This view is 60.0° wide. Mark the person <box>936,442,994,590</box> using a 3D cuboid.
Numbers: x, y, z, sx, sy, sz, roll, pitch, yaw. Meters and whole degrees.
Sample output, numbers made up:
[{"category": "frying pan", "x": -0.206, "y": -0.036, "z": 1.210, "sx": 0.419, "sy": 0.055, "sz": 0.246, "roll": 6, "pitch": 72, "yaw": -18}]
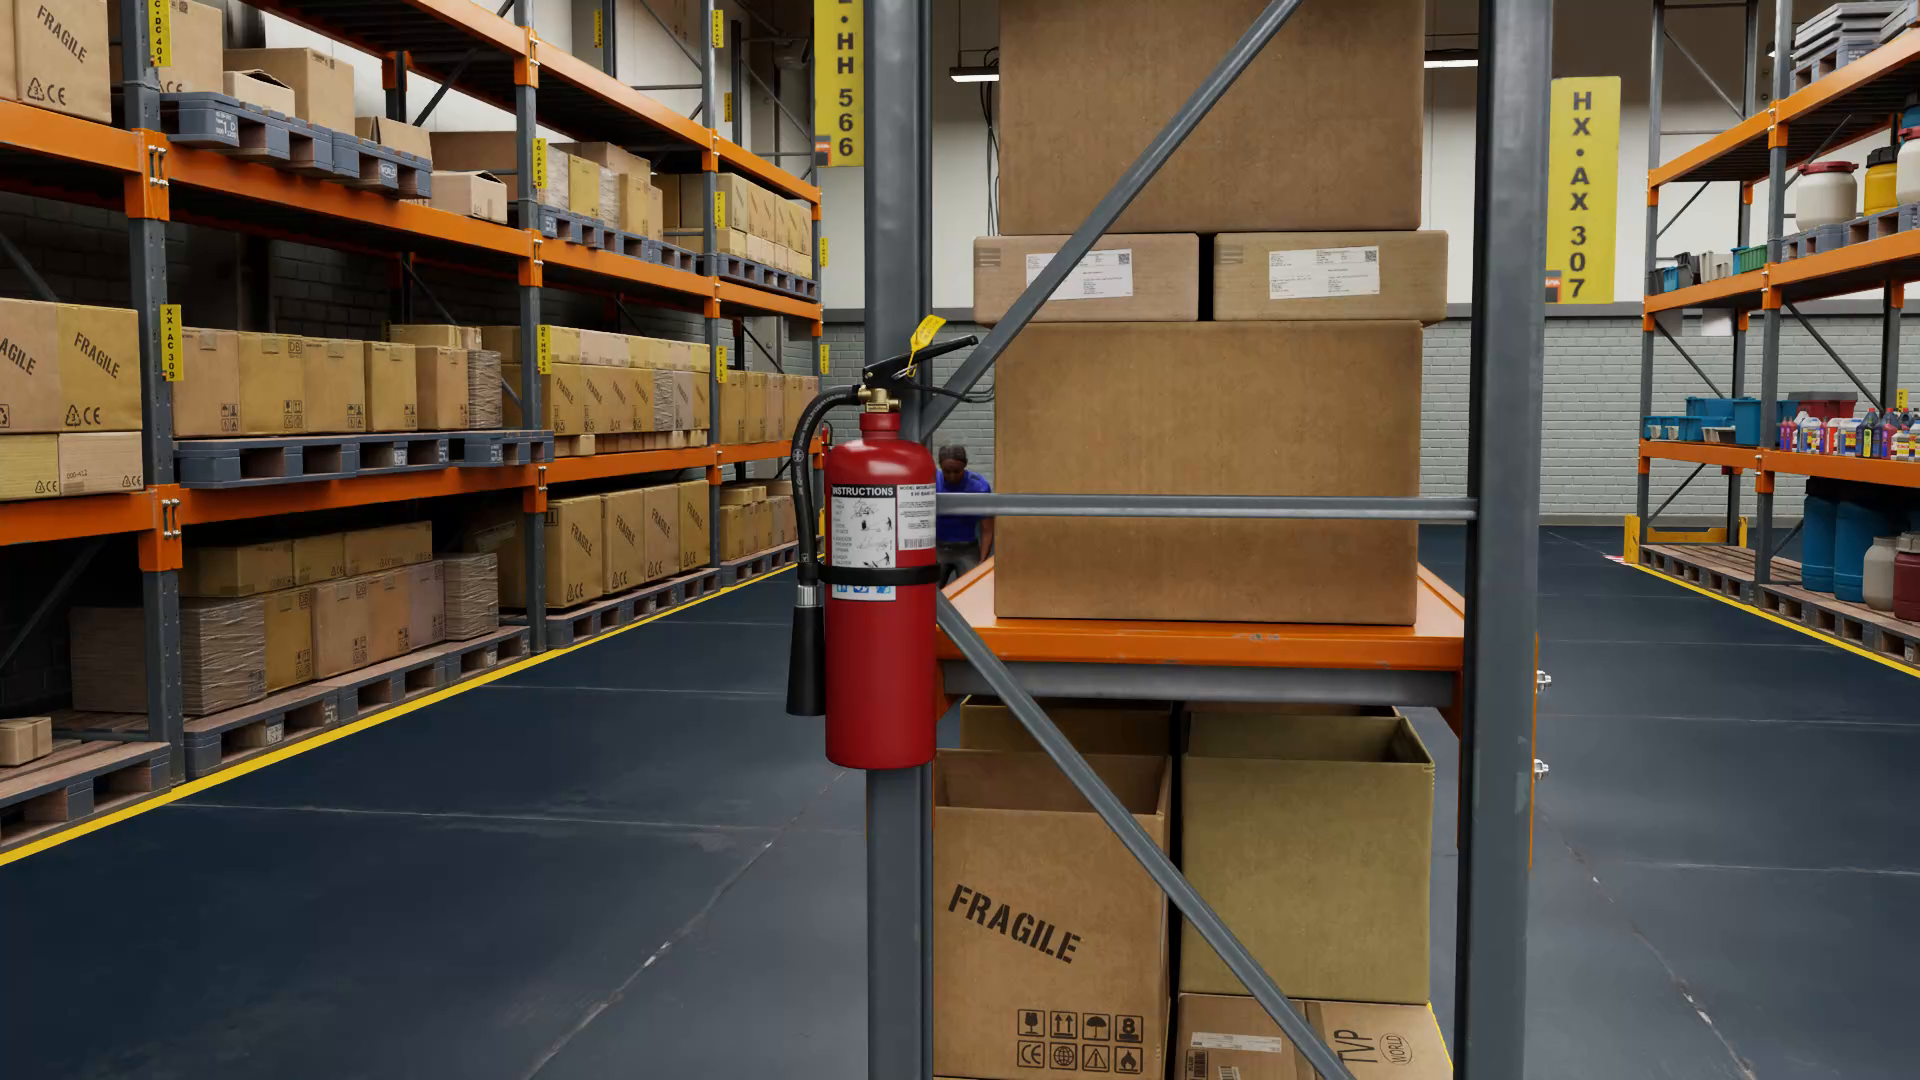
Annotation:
[{"category": "person", "x": -0.023, "y": 0.142, "z": 9.951, "sx": 0.490, "sy": 1.465, "sz": 0.556, "roll": 1, "pitch": 5, "yaw": 9}]
